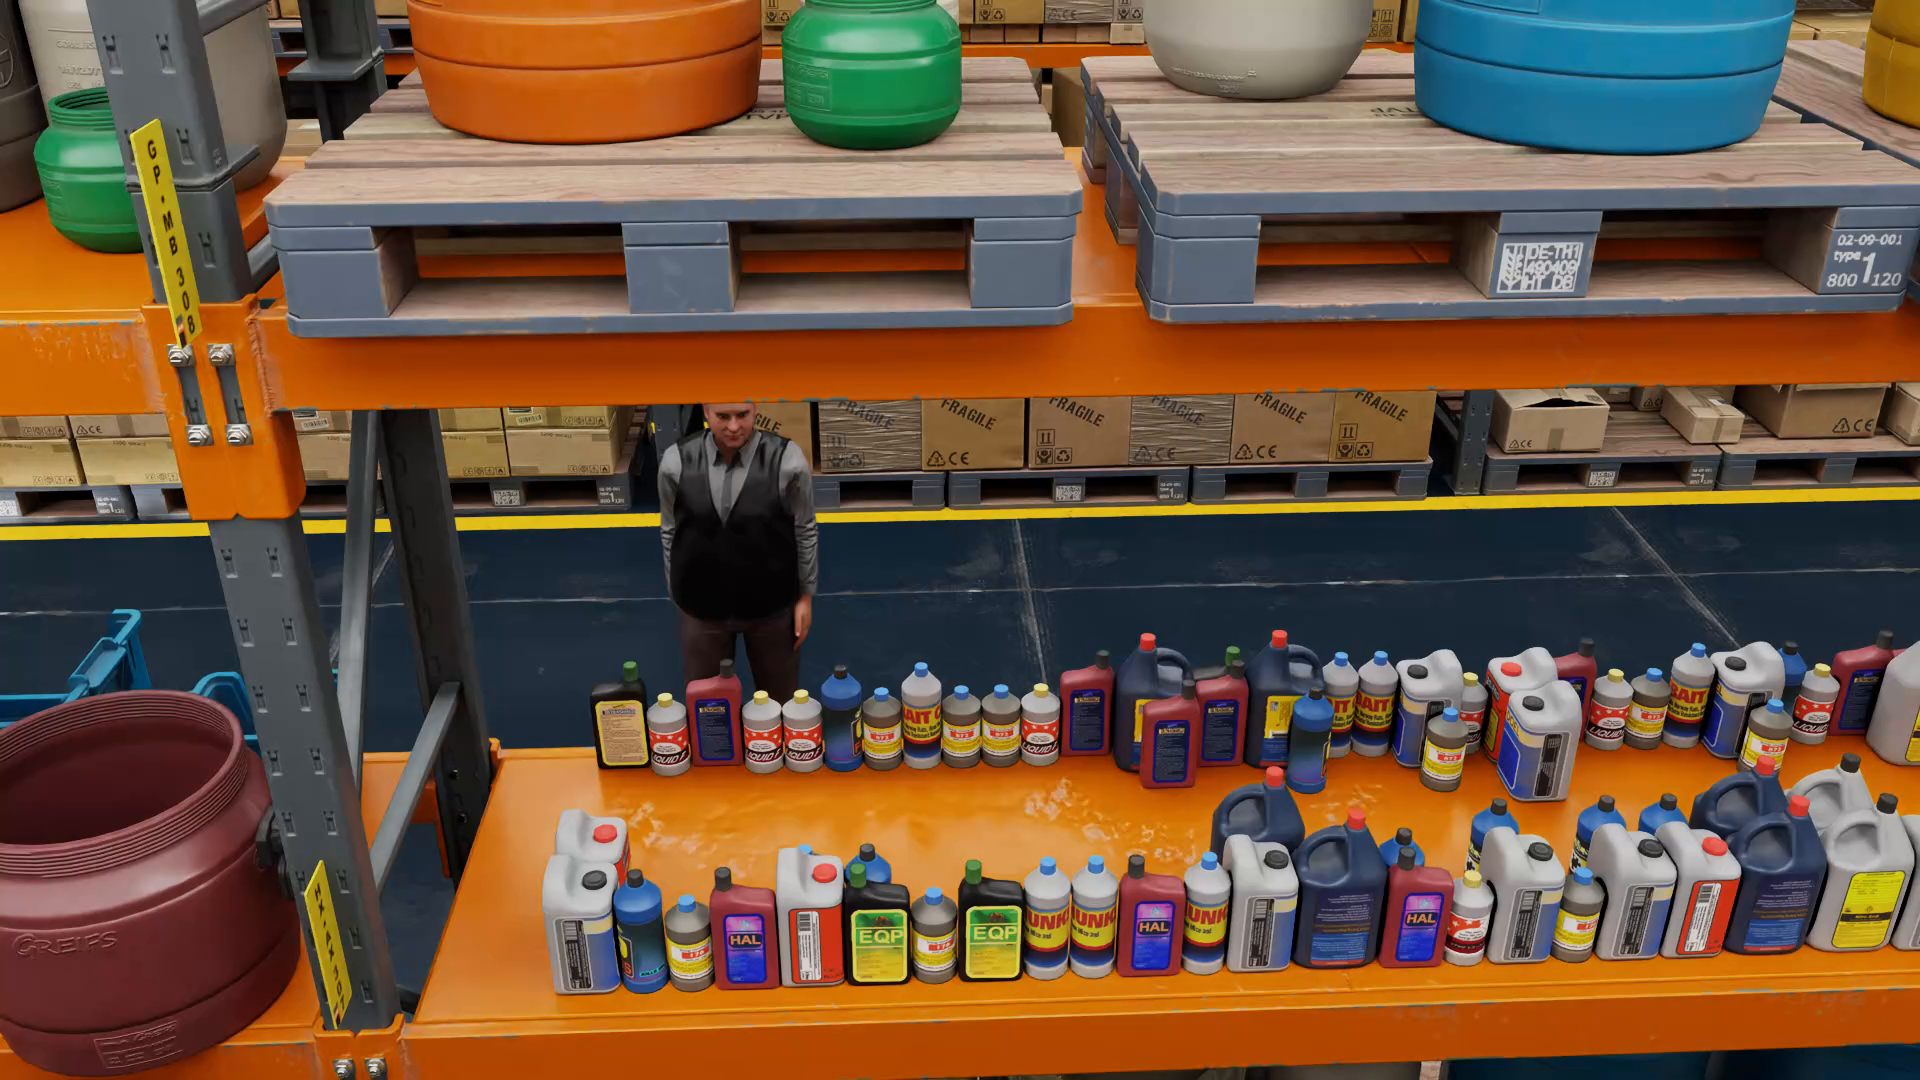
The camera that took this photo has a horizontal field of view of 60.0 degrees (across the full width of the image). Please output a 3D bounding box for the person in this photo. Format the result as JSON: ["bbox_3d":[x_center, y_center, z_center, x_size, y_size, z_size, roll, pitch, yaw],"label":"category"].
[{"bbox_3d":[-0.744,0.226,5.720,0.533,1.715,0.360,-1,27,-2],"label":"person"}]
